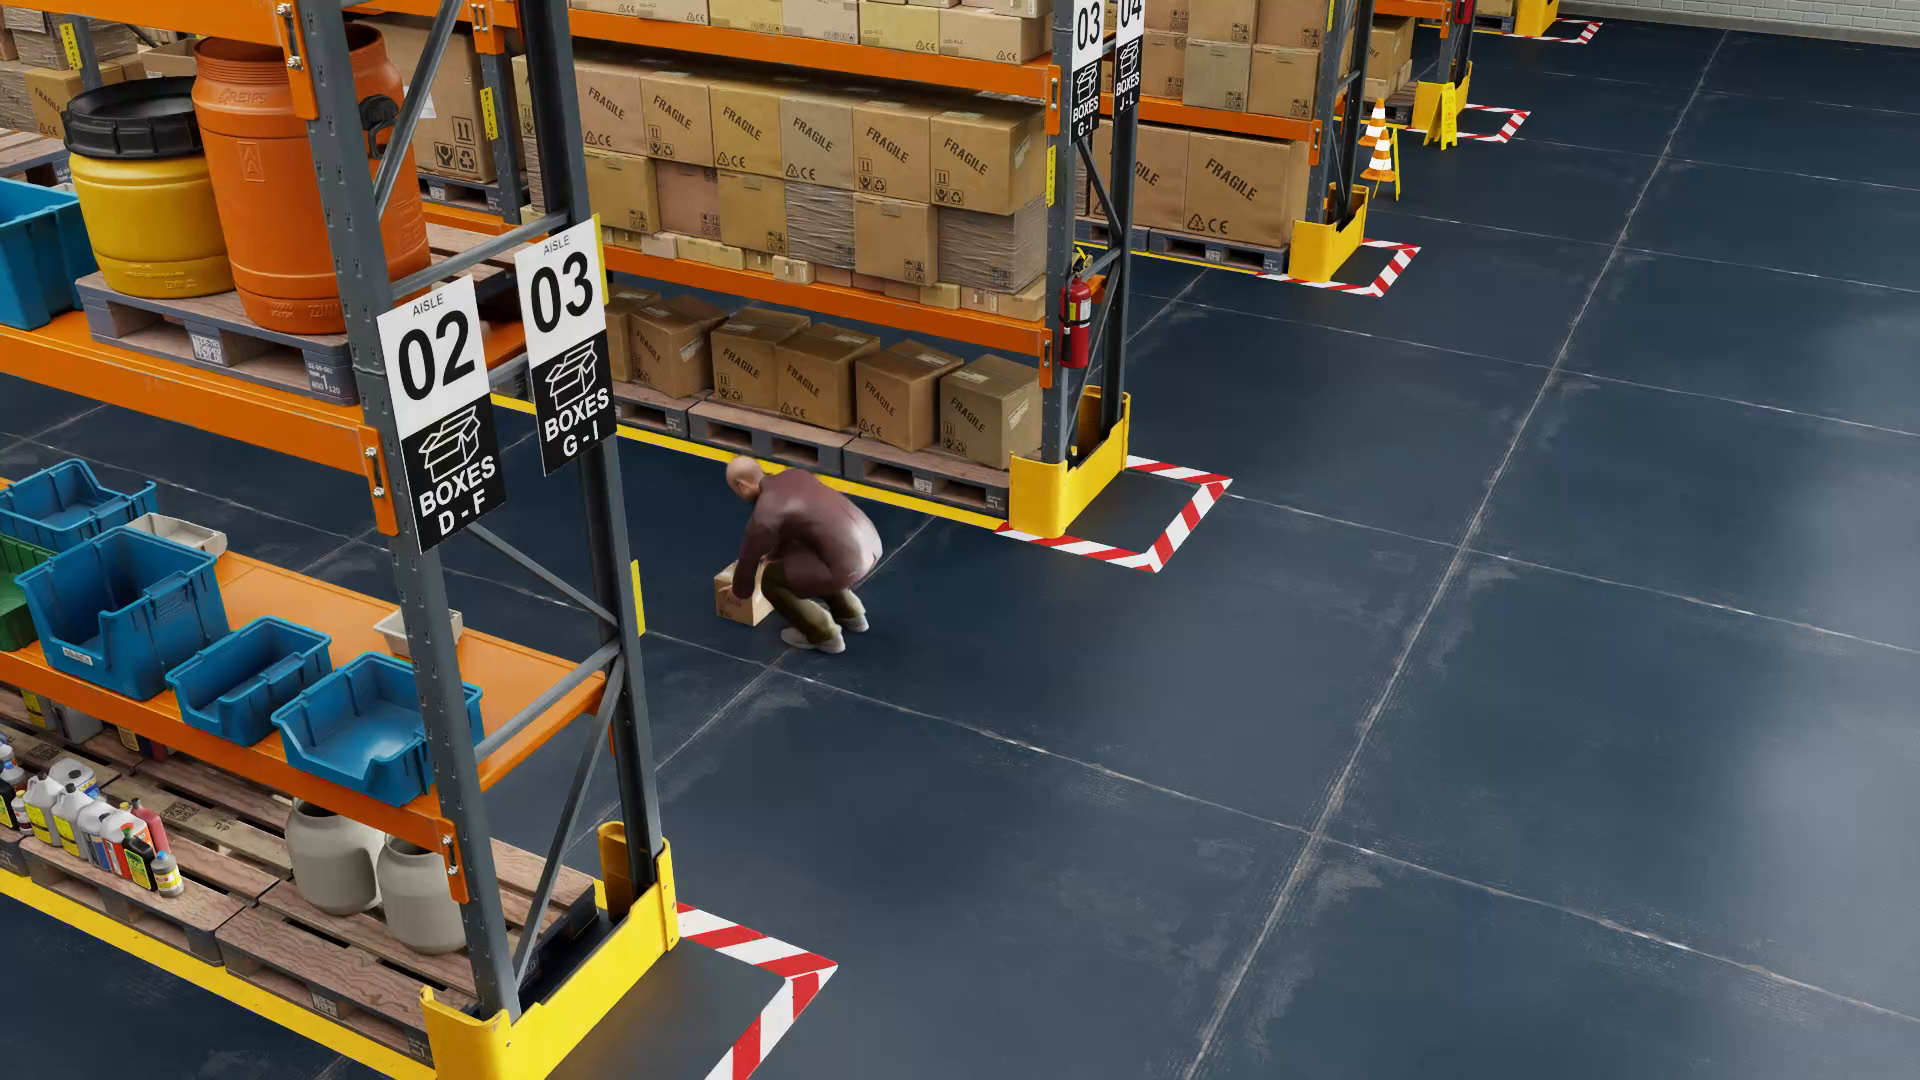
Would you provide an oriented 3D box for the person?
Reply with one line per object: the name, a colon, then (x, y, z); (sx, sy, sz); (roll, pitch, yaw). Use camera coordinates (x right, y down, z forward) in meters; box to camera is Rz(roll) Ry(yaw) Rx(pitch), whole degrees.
person: (-0.855, 0.059, 8.972); (0.896, 1.024, 0.610); (14, 33, 23)
